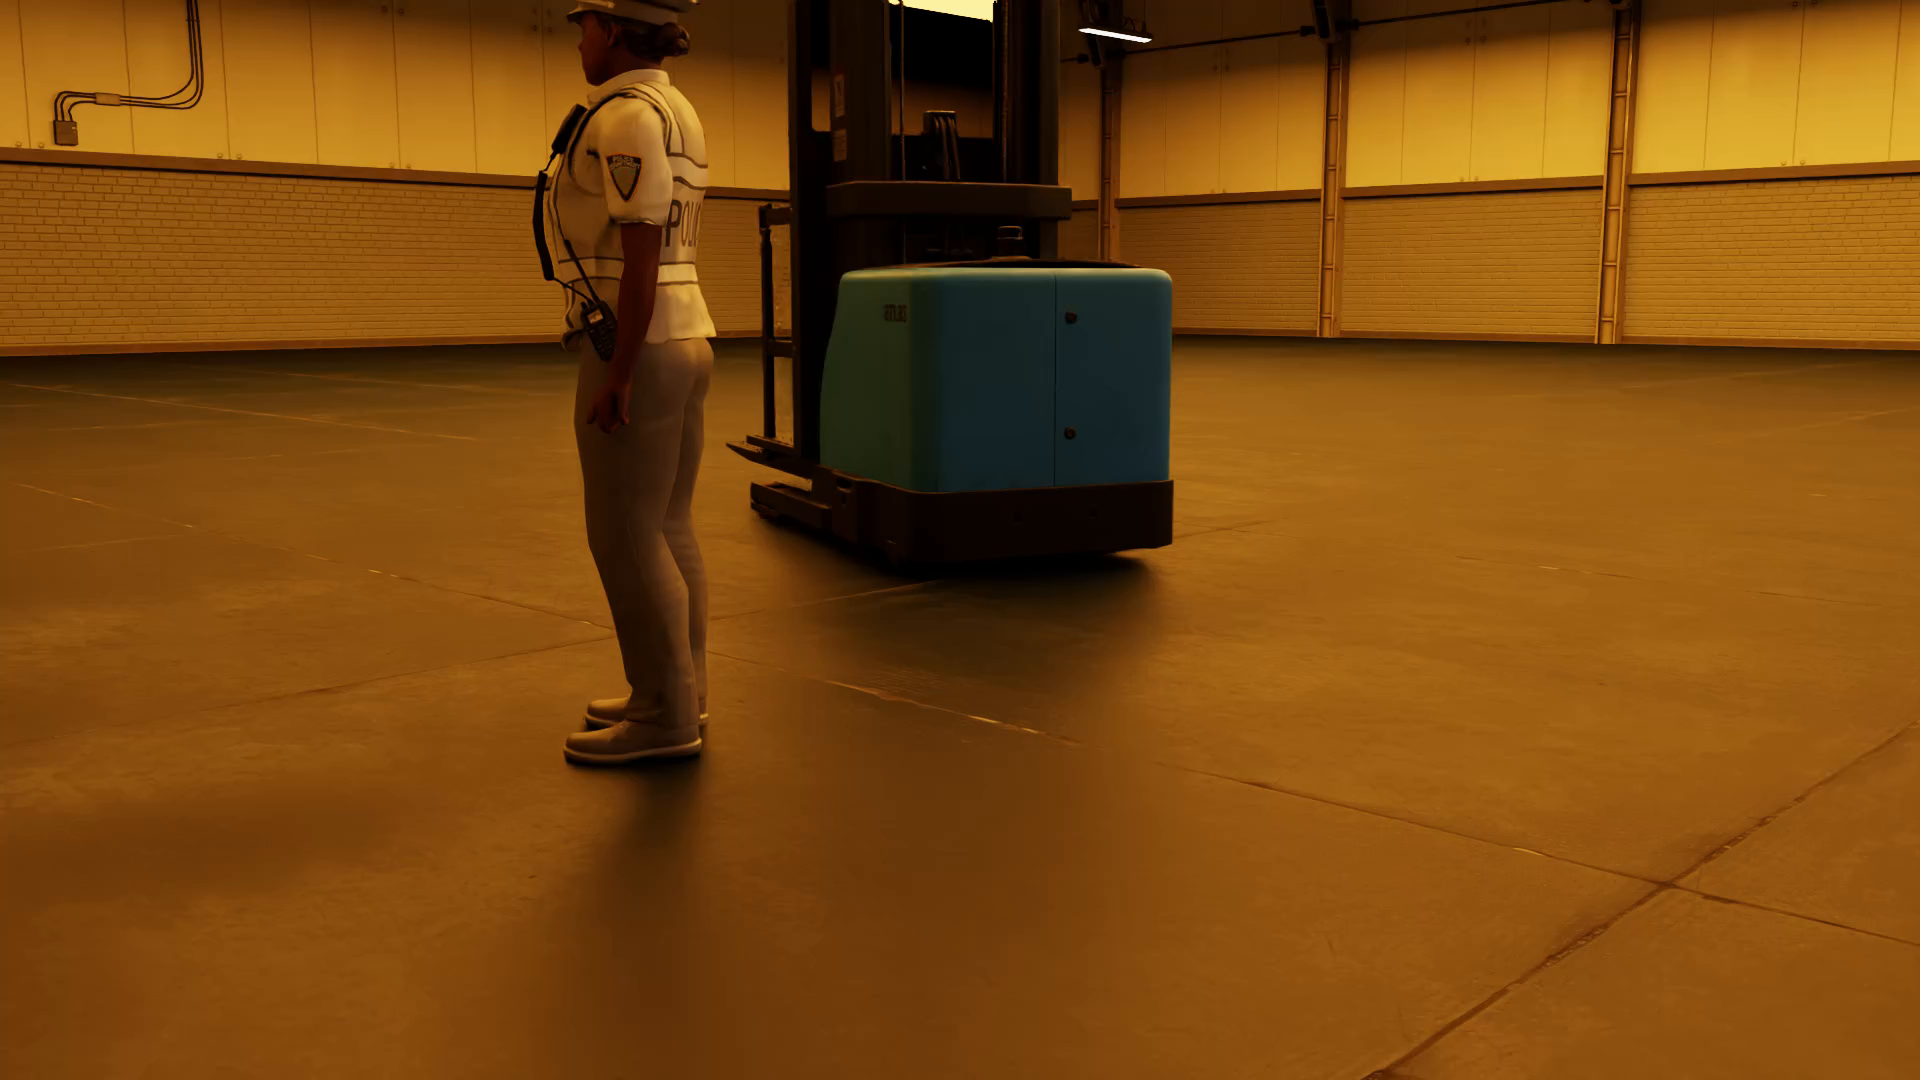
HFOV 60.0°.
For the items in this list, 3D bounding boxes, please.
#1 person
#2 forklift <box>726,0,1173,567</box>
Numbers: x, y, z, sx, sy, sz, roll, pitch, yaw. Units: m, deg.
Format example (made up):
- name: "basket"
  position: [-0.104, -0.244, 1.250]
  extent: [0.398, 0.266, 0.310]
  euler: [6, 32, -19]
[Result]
- name: "person"
  position: [-0.705, -0.378, 3.582]
  extent: [0.349, 1.688, 0.475]
  euler: [0, 9, 3]
- name: "forklift"
  position: [-0.273, -1.534, 7.062]
  extent: [1.130, 2.935, 3.031]
  euler: [-4, 9, -23]
